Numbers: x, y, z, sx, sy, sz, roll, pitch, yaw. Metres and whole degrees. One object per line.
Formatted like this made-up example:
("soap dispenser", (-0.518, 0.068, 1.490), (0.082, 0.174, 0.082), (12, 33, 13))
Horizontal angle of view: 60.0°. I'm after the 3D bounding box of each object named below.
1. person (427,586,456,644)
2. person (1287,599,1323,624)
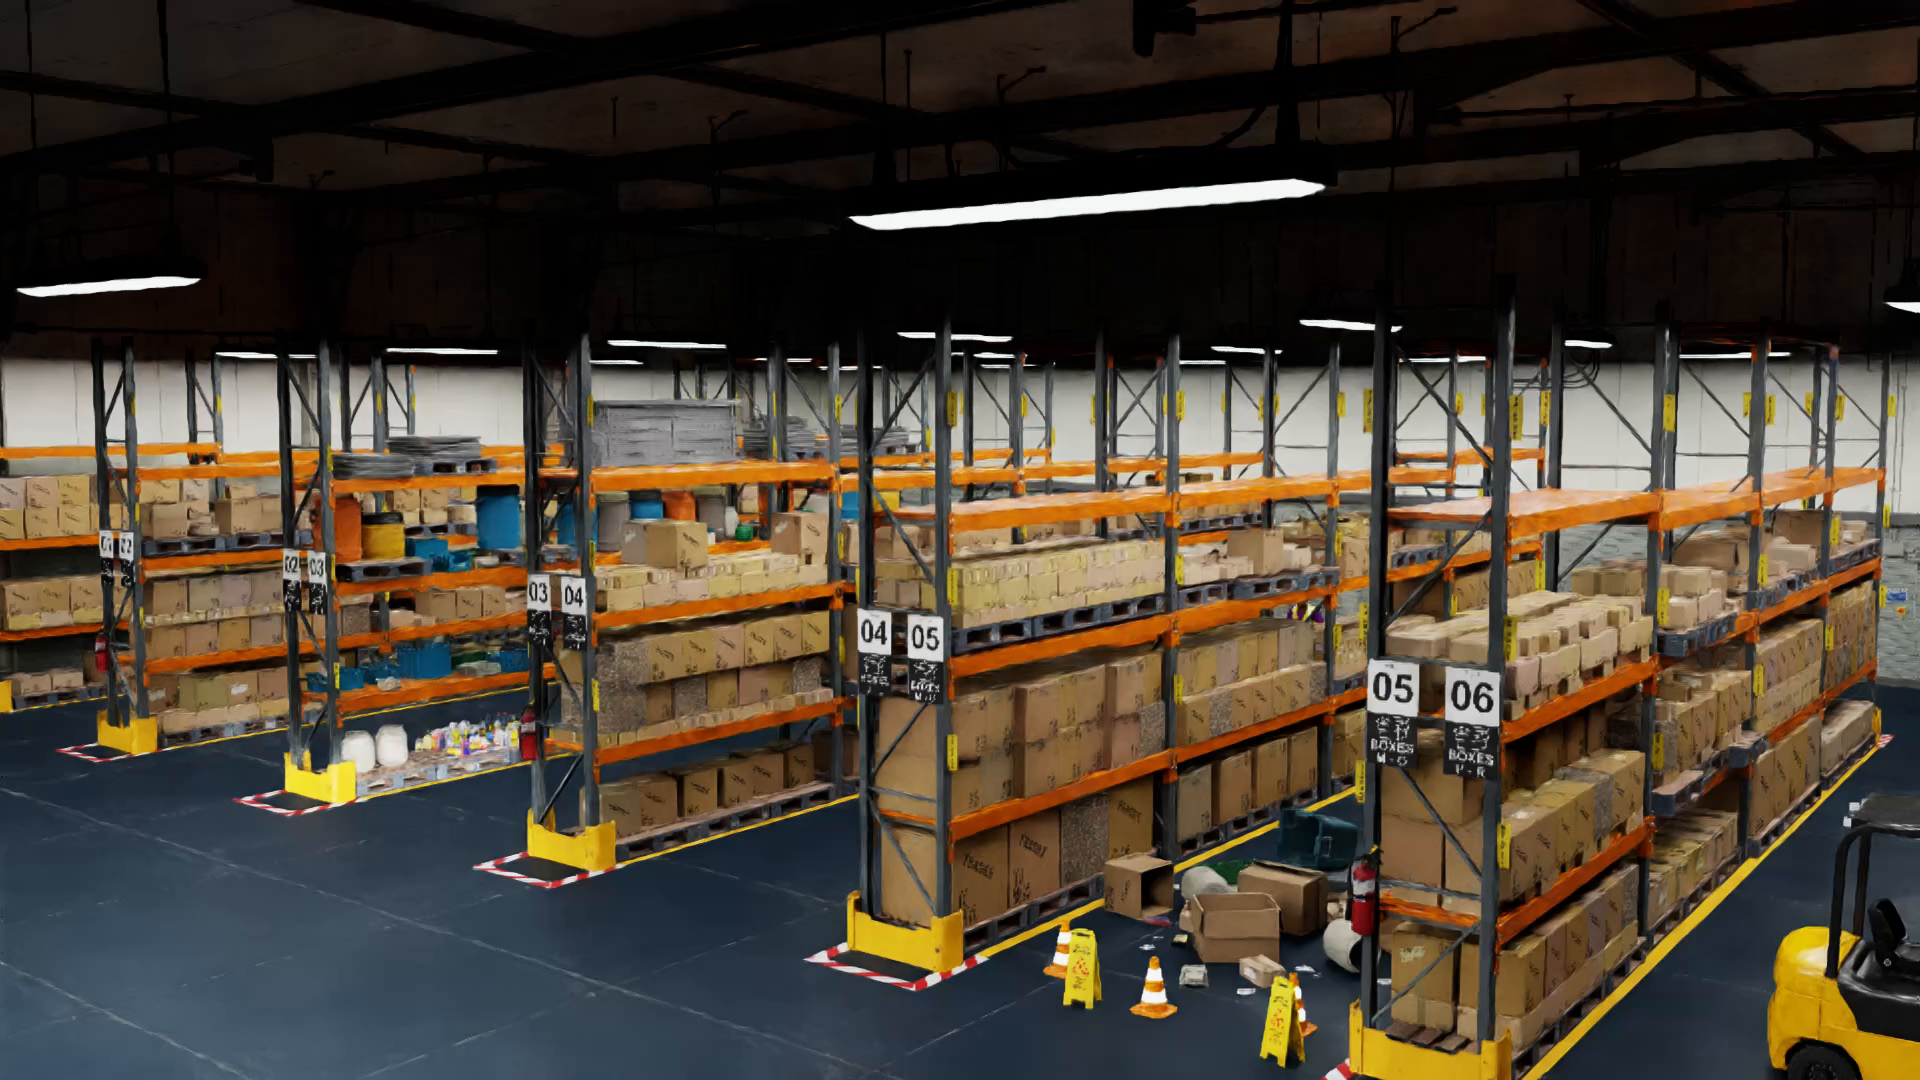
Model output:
("person", (-9.584, 1.659, 30.502), (0.542, 1.675, 1.126), (4, 6, 40))
("person", (6.096, 1.752, 29.496), (0.719, 1.714, 0.578), (4, 6, 35))
